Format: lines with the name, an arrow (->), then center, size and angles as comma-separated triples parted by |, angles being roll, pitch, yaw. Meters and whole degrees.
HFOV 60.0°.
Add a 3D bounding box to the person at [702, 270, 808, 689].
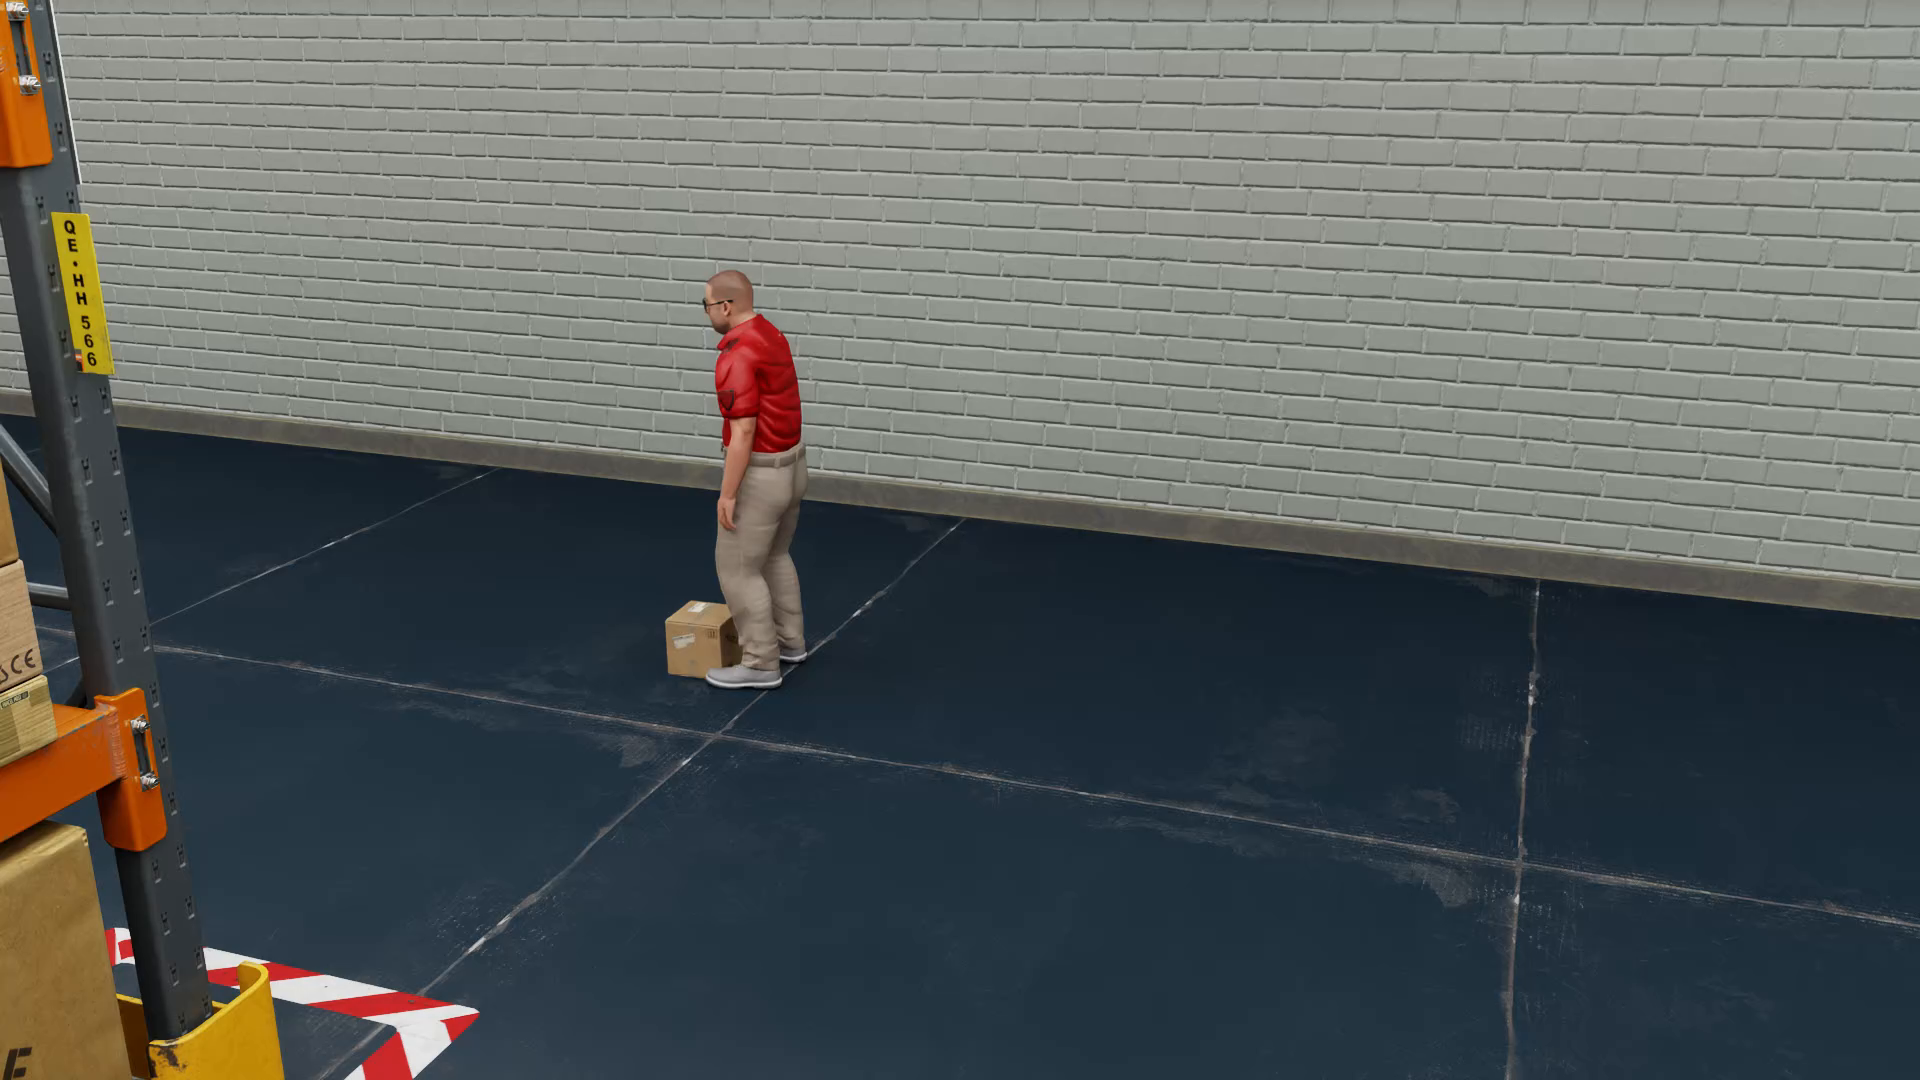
person -> -0.843, -0.247, 6.821 | 0.393, 1.725, 0.595 | 5, 19, 15
